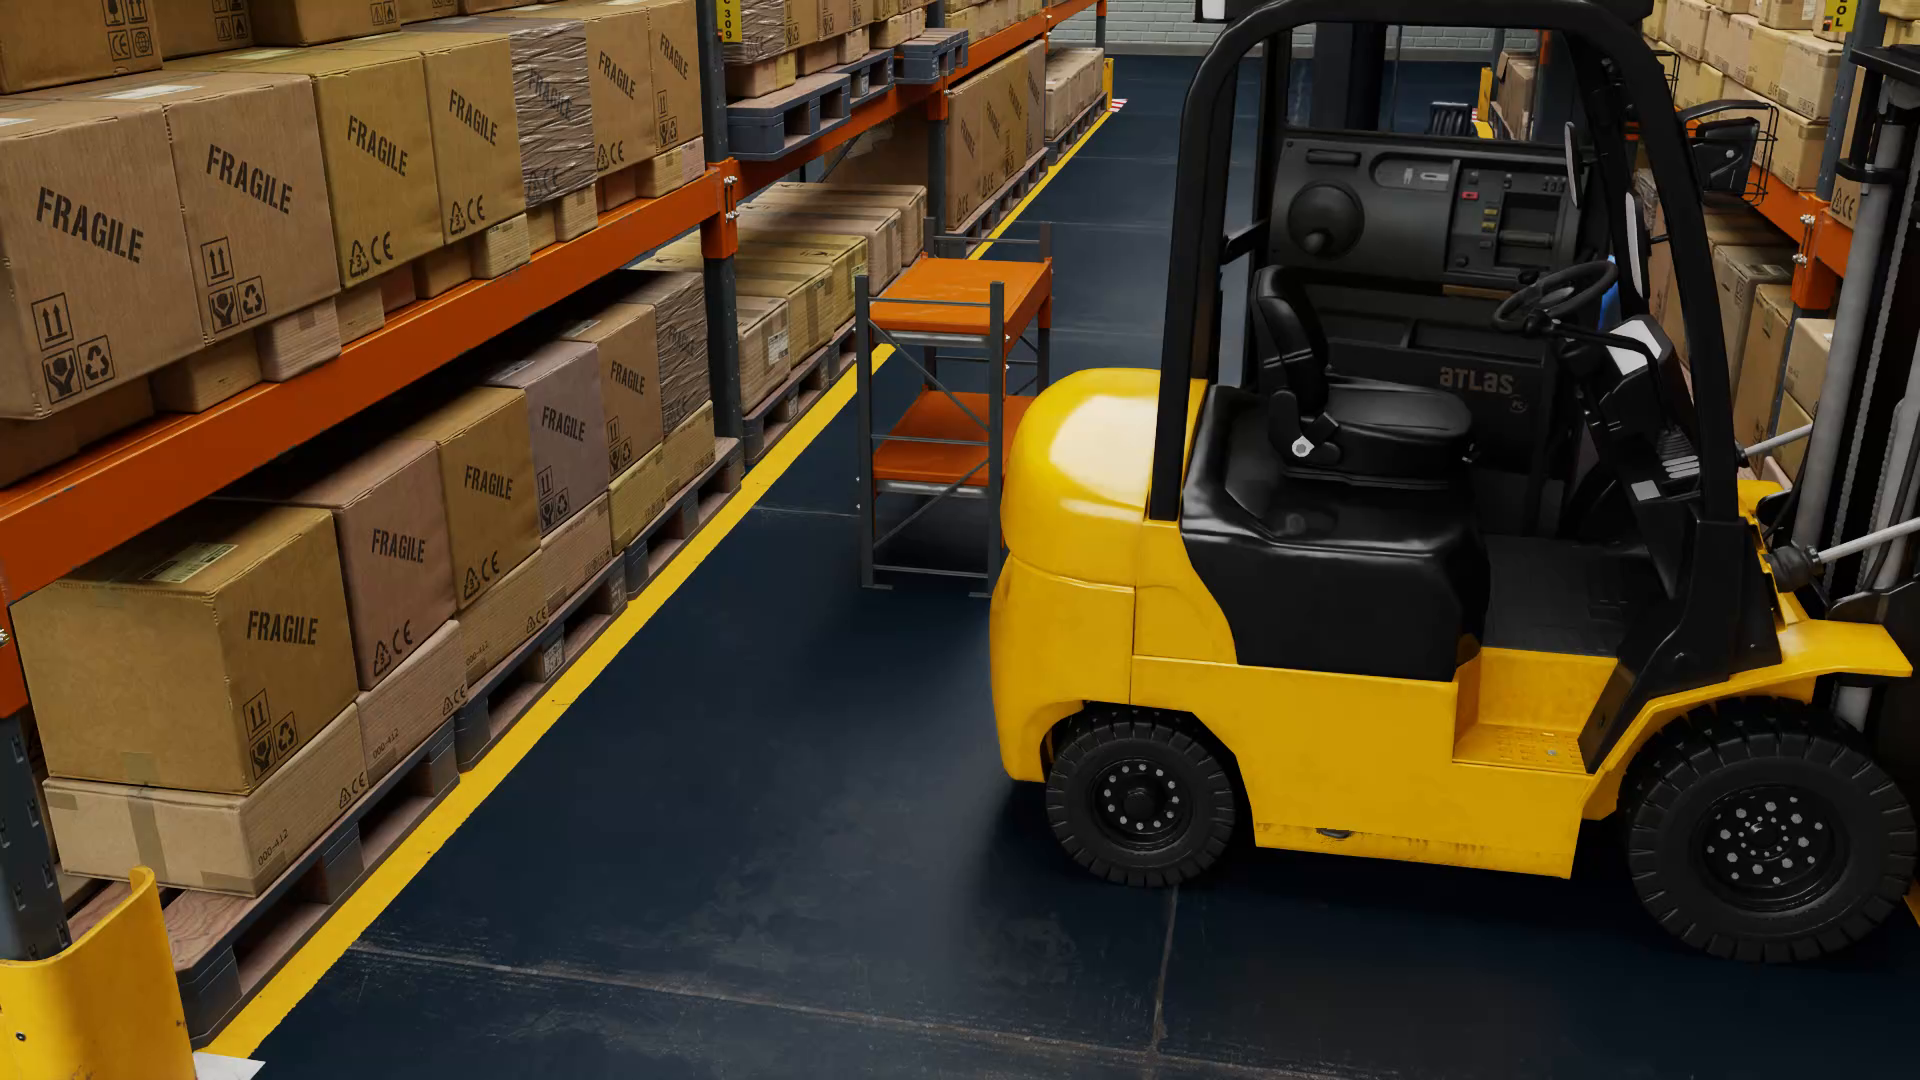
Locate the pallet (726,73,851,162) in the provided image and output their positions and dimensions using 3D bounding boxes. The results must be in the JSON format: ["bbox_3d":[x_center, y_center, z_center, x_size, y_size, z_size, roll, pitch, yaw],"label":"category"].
[{"bbox_3d":[-1.111,-1.859,7.212,1.003,0.211,1.213,4,22,11],"label":"pallet"}]

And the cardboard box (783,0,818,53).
[{"bbox_3d":[-0.931,-2.392,7.183,0.500,0.500,0.500,5,22,11],"label":"cardboard box"}]

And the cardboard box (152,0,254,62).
[{"bbox_3d":[-2.221,-1.447,4.062,0.700,0.500,0.500,4,22,10],"label":"cardboard box"}]

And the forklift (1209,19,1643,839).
[{"bbox_3d":[1.325,-0.998,4.908,1.130,2.935,3.031,11,24,25],"label":"forklift"}]

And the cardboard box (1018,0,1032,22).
[{"bbox_3d":[0.274,-4.167,12.885,0.500,0.250,0.500,4,22,10],"label":"cardboard box"}]

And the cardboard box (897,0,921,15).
[{"bbox_3d":[-0.508,-3.145,9.052,0.500,0.500,0.500,4,22,10],"label":"cardboard box"}]

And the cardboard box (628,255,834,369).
[{"bbox_3d":[-1.161,-1.111,8.052,0.950,0.372,0.625,6,23,14],"label":"cardboard box"}]

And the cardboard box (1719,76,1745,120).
[{"bbox_3d":[3.526,-1.801,7.011,0.500,0.250,0.500,5,22,11],"label":"cardboard box"}]

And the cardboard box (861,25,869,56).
[{"bbox_3d":[-0.668,-2.510,8.346,0.380,0.149,0.250,4,22,9],"label":"cardboard box"}]

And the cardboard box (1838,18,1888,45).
[{"bbox_3d":[3.303,-1.792,5.786,0.380,0.149,0.250,5,23,13],"label":"cardboard box"}]

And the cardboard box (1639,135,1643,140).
[{"bbox_3d":[4.146,-2.404,10.223,0.380,0.149,0.250,3,22,8],"label":"cardboard box"}]

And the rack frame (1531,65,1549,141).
[{"bbox_3d":[5.084,-4.229,12.838,1.000,3.000,0.127,4,22,11],"label":"rack frame"}]

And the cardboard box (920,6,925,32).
[{"bbox_3d":[-0.413,-2.980,9.511,0.380,0.149,0.250,5,22,12],"label":"cardboard box"}]

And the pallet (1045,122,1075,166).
[{"bbox_3d":[0.455,-3.584,14.971,1.003,0.211,1.213,4,22,11],"label":"pallet"}]

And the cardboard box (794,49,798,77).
[{"bbox_3d":[-0.944,-2.136,7.417,0.380,0.149,0.250,6,23,14],"label":"cardboard box"}]

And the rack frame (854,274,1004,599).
[{"bbox_3d":[-0.102,-0.338,5.688,0.500,1.125,0.032,4,22,11],"label":"rack frame"}]

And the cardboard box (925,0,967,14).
[{"bbox_3d":[-0.247,-3.472,10.490,0.500,0.250,0.500,4,22,11],"label":"cardboard box"}]

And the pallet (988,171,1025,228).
[{"bbox_3d":[-0.107,-2.577,12.469,1.003,0.211,1.213,4,22,11],"label":"pallet"}]

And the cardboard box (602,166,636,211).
[{"bbox_3d":[-1.350,-1.241,5.757,0.380,0.149,0.250,5,22,11],"label":"cardboard box"}]

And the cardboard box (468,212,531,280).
[{"bbox_3d":[-1.479,-0.863,4.816,0.380,0.149,0.250,5,22,11],"label":"cardboard box"}]

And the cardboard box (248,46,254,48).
[{"bbox_3d":[-2.050,-1.170,4.712,0.500,0.500,0.500,5,22,12],"label":"cardboard box"}]

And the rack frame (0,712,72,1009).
[{"bbox_3d":[-2.222,-0.217,2.876,0.949,2.616,0.053,4,22,11],"label":"rack frame"}]

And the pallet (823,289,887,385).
[{"bbox_3d":[-1.005,-1.119,8.849,1.003,0.211,1.213,4,22,11],"label":"pallet"}]

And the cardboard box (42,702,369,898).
[{"bbox_3d":[-1.790,0.590,3.992,0.500,0.250,0.500,4,22,10],"label":"cardboard box"}]

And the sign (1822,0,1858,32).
[{"bbox_3d":[2.918,-1.841,5.466,0.100,0.325,0.005,4,22,11],"label":"sign"}]

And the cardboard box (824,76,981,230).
[{"bbox_3d":[-0.370,-2.598,11.072,0.875,0.875,0.875,4,22,10],"label":"cardboard box"}]

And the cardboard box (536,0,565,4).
[{"bbox_3d":[-1.711,-2.184,5.890,0.700,0.500,0.500,4,22,10],"label":"cardboard box"}]

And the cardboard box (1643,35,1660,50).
[{"bbox_3d":[3.938,-2.552,8.877,0.500,0.250,0.500,5,22,11],"label":"cardboard box"}]

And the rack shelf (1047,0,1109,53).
[{"bbox_3d":[0.632,-5.003,15.725,1.077,0.370,4.000,4,22,11],"label":"rack shelf"}]

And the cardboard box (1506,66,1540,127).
[{"bbox_3d":[5.264,-4.015,15.091,0.500,0.500,0.500,5,22,12],"label":"cardboard box"}]

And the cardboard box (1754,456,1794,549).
[{"bbox_3d":[3.028,-0.070,5.632,0.500,0.250,0.500,5,22,11],"label":"cardboard box"}]

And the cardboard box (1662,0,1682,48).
[{"bbox_3d":[3.834,-2.601,8.329,0.500,0.250,0.500,5,23,13],"label":"cardboard box"}]

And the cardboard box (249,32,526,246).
[{"bbox_3d":[-1.556,-1.116,4.578,0.500,0.500,0.500,4,22,10],"label":"cardboard box"}]

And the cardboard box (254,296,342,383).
[{"bbox_3d":[-1.685,-0.482,3.872,0.380,0.149,0.250,5,22,12],"label":"cardboard box"}]

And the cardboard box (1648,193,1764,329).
[{"bbox_3d":[4.001,-1.392,8.412,0.875,0.625,0.625,5,23,13],"label":"cardboard box"}]

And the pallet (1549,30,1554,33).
[{"bbox_3d":[4.814,-3.856,12.169,1.003,0.211,1.213,4,22,11],"label":"pallet"}]

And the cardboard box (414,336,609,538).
[{"bbox_3d":[-1.472,-0.337,5.291,0.500,0.500,0.500,6,23,14],"label":"cardboard box"}]

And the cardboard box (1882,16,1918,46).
[{"bbox_3d":[3.129,-1.554,5.194,0.380,0.149,0.250,4,22,10],"label":"cardboard box"}]

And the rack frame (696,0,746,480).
[{"bbox_3d":[-1.409,-1.680,6.509,1.000,3.000,0.127,4,22,11],"label":"rack frame"}]

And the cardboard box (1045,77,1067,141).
[{"bbox_3d":[0.457,-3.833,14.724,0.875,0.438,0.875,4,22,10],"label":"cardboard box"}]

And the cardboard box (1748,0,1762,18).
[{"bbox_3d":[3.535,-2.262,6.952,0.380,0.149,0.250,5,22,11],"label":"cardboard box"}]

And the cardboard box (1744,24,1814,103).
[{"bbox_3d":[3.399,-1.853,6.471,0.500,0.250,0.500,4,22,10],"label":"cardboard box"}]

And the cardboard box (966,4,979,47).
[{"bbox_3d":[-0.159,-3.422,11.036,0.500,0.250,0.500,4,22,9],"label":"cardboard box"}]

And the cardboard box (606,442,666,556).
[{"bbox_3d":[-1.365,-0.167,5.871,0.500,0.250,0.500,4,22,9],"label":"cardboard box"}]

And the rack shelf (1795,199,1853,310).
[{"bbox_3d":[3.043,-0.238,3.891,1.077,0.370,4.000,4,22,11],"label":"rack shelf"}]

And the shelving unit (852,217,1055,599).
[{"bbox_3d":[0.001,-0.524,6.150,0.538,1.125,1.048,4,22,11],"label":"shelving unit"}]
